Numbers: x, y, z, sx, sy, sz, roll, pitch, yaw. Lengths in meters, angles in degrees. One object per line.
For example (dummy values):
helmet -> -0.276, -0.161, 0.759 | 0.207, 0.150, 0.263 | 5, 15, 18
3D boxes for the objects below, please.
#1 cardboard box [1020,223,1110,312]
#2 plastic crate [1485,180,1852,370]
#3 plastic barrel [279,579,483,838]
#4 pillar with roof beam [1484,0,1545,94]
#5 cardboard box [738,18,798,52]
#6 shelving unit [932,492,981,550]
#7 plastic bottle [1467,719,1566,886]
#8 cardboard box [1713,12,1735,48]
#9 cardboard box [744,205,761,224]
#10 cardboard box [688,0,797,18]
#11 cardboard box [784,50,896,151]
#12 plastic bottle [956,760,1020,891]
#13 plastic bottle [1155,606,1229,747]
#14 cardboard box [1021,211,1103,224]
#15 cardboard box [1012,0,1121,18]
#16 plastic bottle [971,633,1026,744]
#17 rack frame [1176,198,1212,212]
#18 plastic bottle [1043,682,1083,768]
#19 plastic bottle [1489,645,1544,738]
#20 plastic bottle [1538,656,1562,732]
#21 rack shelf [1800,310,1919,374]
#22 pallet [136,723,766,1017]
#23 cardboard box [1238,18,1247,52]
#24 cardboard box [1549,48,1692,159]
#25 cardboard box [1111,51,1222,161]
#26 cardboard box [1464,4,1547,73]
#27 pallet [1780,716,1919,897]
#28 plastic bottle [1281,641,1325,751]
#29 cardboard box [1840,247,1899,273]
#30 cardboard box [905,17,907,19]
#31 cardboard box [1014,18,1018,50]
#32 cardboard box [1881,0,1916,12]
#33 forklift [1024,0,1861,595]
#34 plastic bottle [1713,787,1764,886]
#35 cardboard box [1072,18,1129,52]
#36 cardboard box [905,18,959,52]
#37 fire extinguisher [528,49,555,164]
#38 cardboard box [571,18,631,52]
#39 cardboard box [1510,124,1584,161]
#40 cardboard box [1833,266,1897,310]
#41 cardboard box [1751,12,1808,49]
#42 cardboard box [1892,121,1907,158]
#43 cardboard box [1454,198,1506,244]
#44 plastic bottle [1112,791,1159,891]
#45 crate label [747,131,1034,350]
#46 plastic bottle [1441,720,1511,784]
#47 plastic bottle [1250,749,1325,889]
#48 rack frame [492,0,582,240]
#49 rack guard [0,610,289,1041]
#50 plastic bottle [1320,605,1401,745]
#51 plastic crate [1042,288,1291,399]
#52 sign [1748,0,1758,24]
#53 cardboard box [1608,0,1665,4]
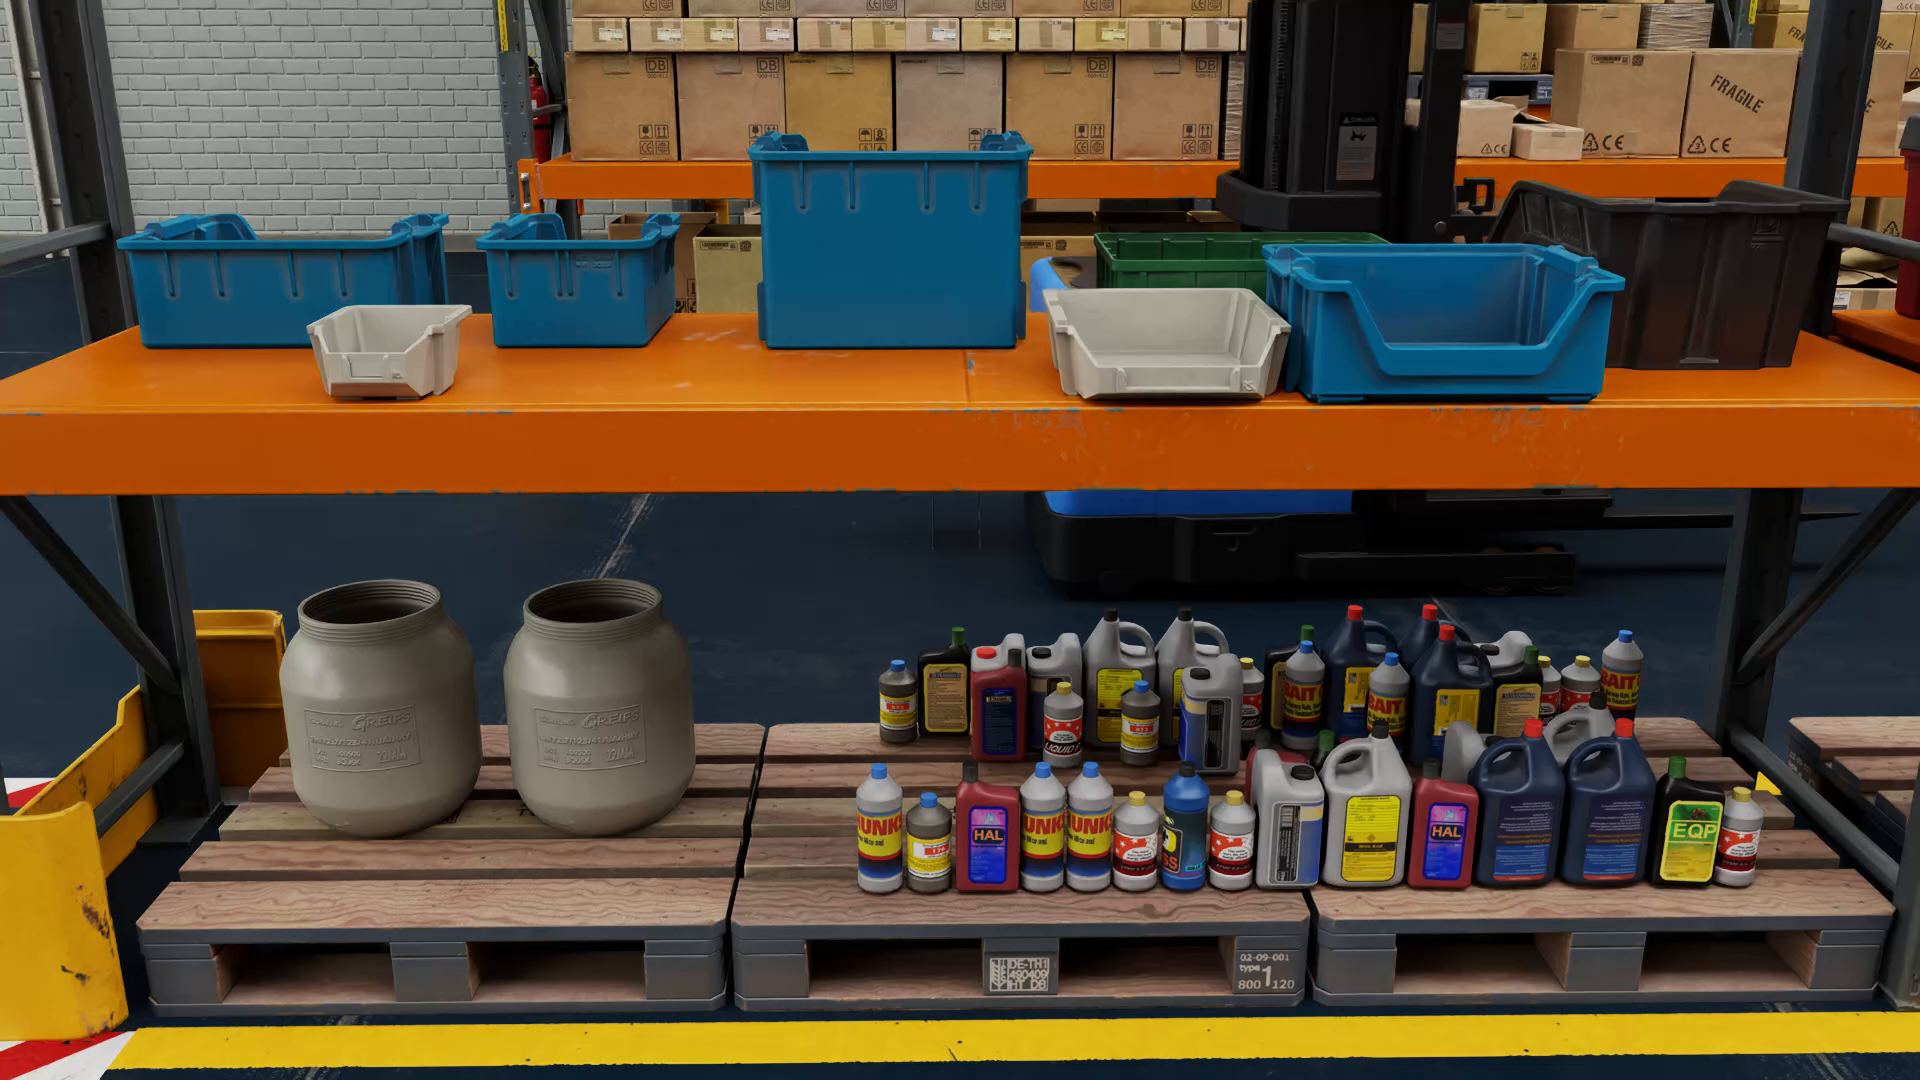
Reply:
cardboard box -> 0.478, -1.284, 8.226 | 0.500, 0.500, 0.500 | 0, 18, -1
plastic crate -> 1.487, -0.601, 3.613 | 0.504, 0.338, 0.767 | 0, 18, -1
plastic barrel -> -1.330, 0.383, 3.829 | 0.421, 0.512, 0.421 | 0, 18, 0
pillar with roof beam -> 4.610, -5.439, 8.772 | 0.400, 9.000, 9.100 | 0, 18, -1
cardboard box -> -0.900, -2.384, 7.844 | 0.250, 0.149, 0.380 | -1, 18, -2
shelving unit -> -0.014, -0.571, 6.364 | 0.189, 1.200, 0.258 | 0, 18, -1
plastic bottle -> 1.181, 0.549, 3.541 | 0.185, 0.351, 0.144 | -1, 18, -4
cardboard box -> 6.324, -3.921, 13.178 | 0.500, 0.500, 0.500 | 0, 18, -1
cardboard box -> -1.450, -2.506, 13.131 | 0.500, 0.311, 0.500 | -2, 18, -7
cardboard box -> -1.016, -2.756, 7.942 | 0.500, 0.500, 0.700 | -1, 18, -2
cardboard box -> -0.573, -2.139, 8.141 | 0.500, 0.500, 0.700 | 0, 18, 0
plastic bottle -> 0.058, 0.599, 3.495 | 0.133, 0.283, 0.061 | 0, 18, 0
plastic bottle -> 0.585, 0.337, 4.202 | 0.185, 0.351, 0.144 | 0, 18, -1
cardboard box -> 0.470, -1.444, 8.724 | 0.500, 0.500, 0.500 | 0, 18, -1
cardboard box -> 0.489, -2.764, 7.965 | 0.500, 0.500, 0.700 | 0, 18, -1
plastic bottle -> 0.095, 0.376, 4.202 | 0.135, 0.276, 0.152 | 0, 18, 0
rack frame -> 1.856, -3.620, 12.923 | 0.127, 3.000, 1.000 | 0, 18, -1
plastic bottle -> 0.254, 0.449, 4.097 | 0.097, 0.201, 0.097 | 0, 18, 0
plastic bottle -> 1.367, 0.399, 4.119 | 0.133, 0.283, 0.061 | 0, 18, -1
plastic bottle -> 1.484, 0.397, 4.260 | 0.097, 0.201, 0.097 | 0, 18, 0
rack shelf -> 4.013, -0.262, 3.631 | 4.000, 0.370, 1.077 | 0, 18, -1
pallet -> -1.099, 0.735, 3.910 | 1.213, 0.211, 1.003 | 0, 18, -1
cardboard box -> 1.423, -2.397, 7.883 | 0.250, 0.149, 0.380 | -1, 18, -2
cardboard box -> 3.233, -2.156, 8.195 | 0.500, 0.500, 0.500 | 1, 18, 3
cardboard box -> 0.967, -2.147, 8.165 | 0.500, 0.500, 0.700 | 0, 18, -1
cardboard box -> 4.141, -3.879, 12.844 | 0.500, 0.500, 0.700 | 0, 18, -1
pallet -> 2.797, 0.717, 3.965 | 1.213, 0.211, 1.003 | 0, 18, -1
plastic bottle -> 0.864, 0.385, 4.183 | 0.097, 0.271, 0.097 | 0, 18, 0
cardboard box -> 4.884, -1.367, 8.793 | 0.500, 0.311, 0.500 | -1, 18, -2
cardboard box -> -0.388, -2.511, 8.240 | 0.250, 0.149, 0.380 | 0, 18, 1
cardboard box -> 0.378, -2.514, 8.250 | 0.250, 0.149, 0.380 | -1, 18, -2
cardboard box -> 6.851, -4.122, 12.575 | 0.500, 0.250, 0.500 | -1, 18, -2
forklift -> 1.796, -1.360, 5.990 | 3.031, 2.935, 1.130 | -1, 18, -3
plastic bottle -> 1.655, 0.625, 3.549 | 0.097, 0.201, 0.097 | 0, 18, 0
cardboard box -> 0.652, -2.393, 7.871 | 0.250, 0.149, 0.380 | 0, 18, -1
cardboard box -> -0.129, -2.388, 7.856 | 0.250, 0.149, 0.380 | 0, 18, 0
fire extinguisher -> -2.187, -2.193, 8.599 | 0.183, 0.674, 0.296 | 0, 18, -1
cardboard box -> -1.665, -2.381, 7.833 | 0.250, 0.149, 0.380 | 0, 18, -1
cardboard box -> 2.827, -1.930, 8.064 | 0.250, 0.149, 0.380 | 0, 18, -1
cardboard box -> 4.394, -1.201, 8.276 | 0.500, 0.311, 0.500 | 0, 18, -1
cardboard box -> 6.346, -3.763, 12.683 | 0.500, 0.500, 0.500 | 0, 18, 1
cardboard box -> 4.664, -1.984, 8.233 | 0.250, 0.149, 0.380 | 1, 18, 3
cardboard box -> 4.124, -2.662, 13.306 | 0.500, 0.500, 0.700 | 0, 18, -1
plastic bottle -> 0.373, 0.631, 3.530 | 0.097, 0.201, 0.097 | 0, 18, 0
crate label -> -0.151, -0.684, 3.710 | 0.616, 0.435, 0.502 | 0, 18, -1
plastic bottle -> 1.154, 0.540, 3.693 | 0.135, 0.276, 0.152 | 0, 18, -1
plastic bottle -> 0.696, 0.586, 3.549 | 0.135, 0.276, 0.152 | 0, 18, 0
rack frame -> -2.061, -2.088, 8.147 | 0.127, 3.000, 1.000 | 0, 18, -1
rack guard -> -1.912, 0.600, 3.858 | 0.348, 0.500, 1.175 | 0, 18, -1
plastic bottle -> 1.010, 0.335, 4.208 | 0.185, 0.351, 0.144 | -1, 18, -3
plastic crate -> 0.393, -0.384, 3.265 | 0.437, 0.136, 0.530 | 0, 18, -1
sign -> 5.874, -3.988, 12.302 | 0.005, 0.325, 0.100 | 0, 18, -1
cardboard box -> 5.190, -4.189, 12.749 | 0.250, 0.149, 0.380 | -3, 18, -10
